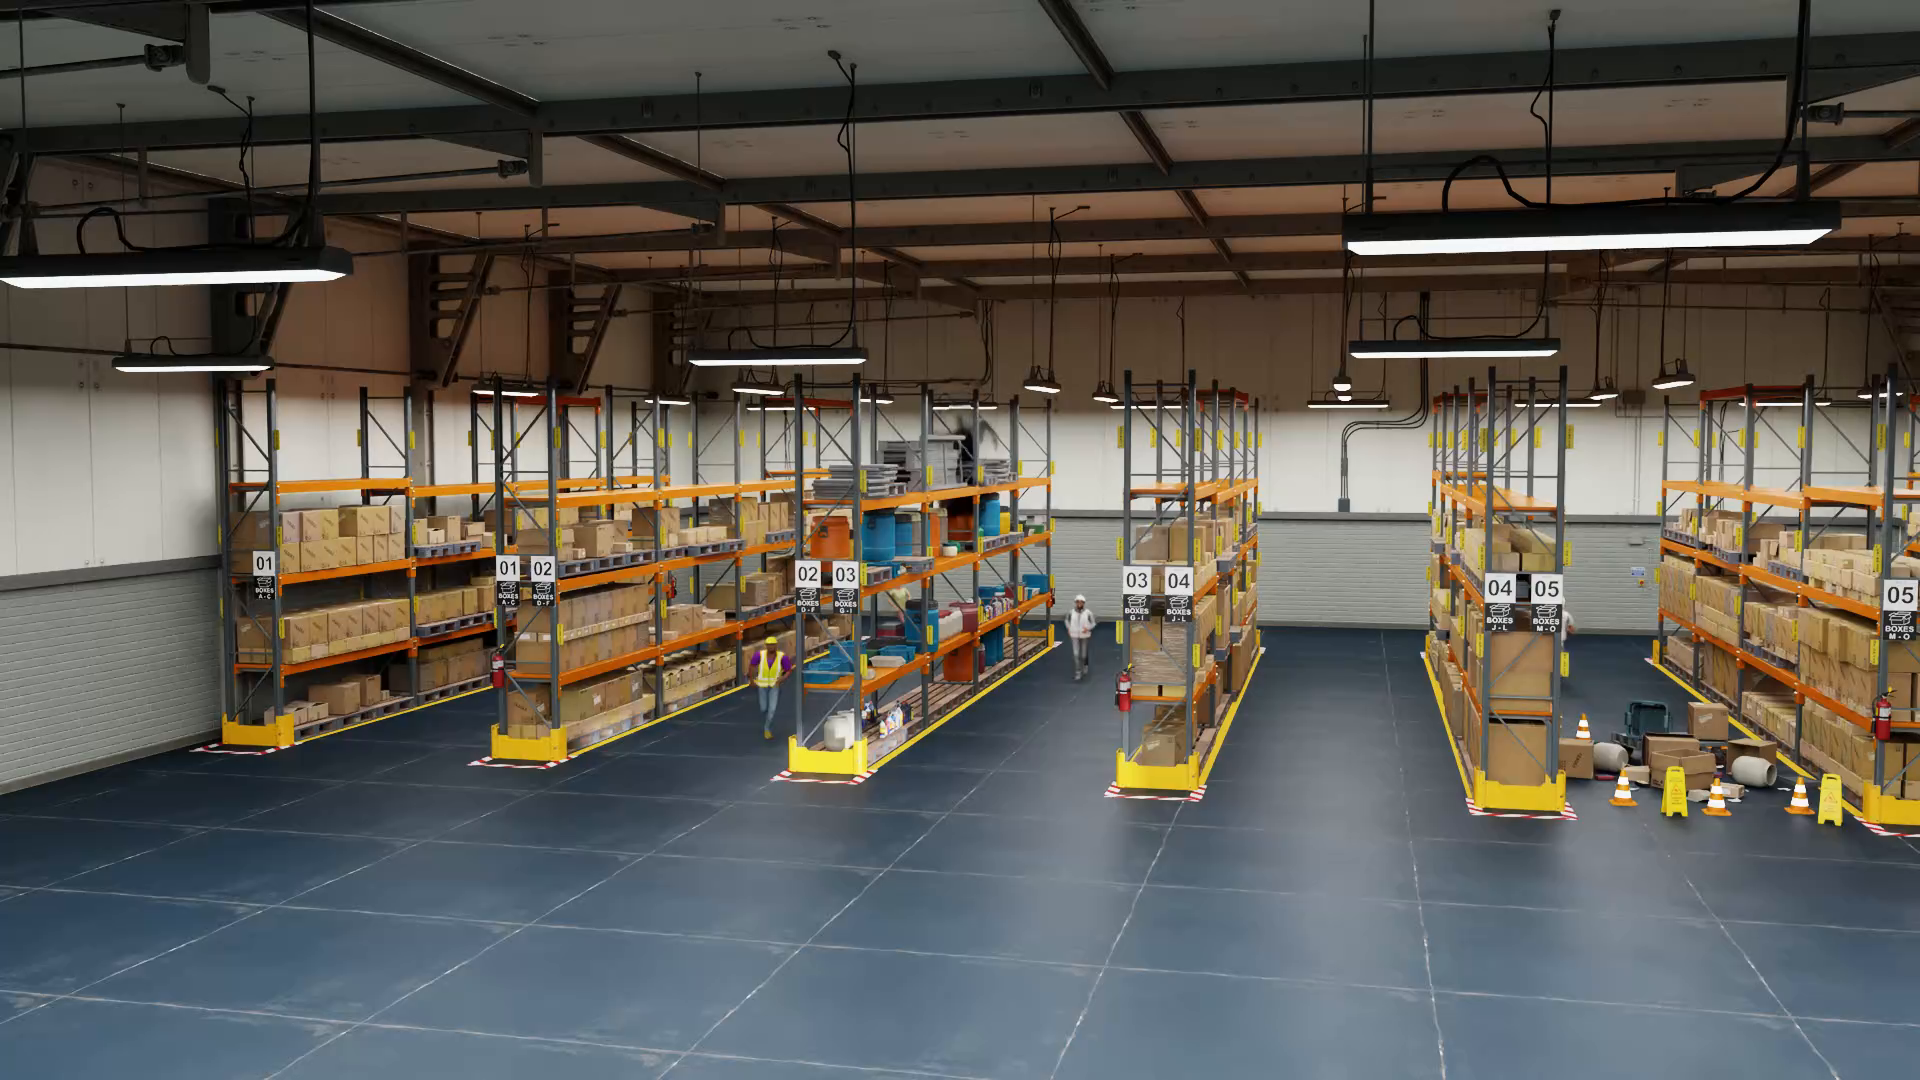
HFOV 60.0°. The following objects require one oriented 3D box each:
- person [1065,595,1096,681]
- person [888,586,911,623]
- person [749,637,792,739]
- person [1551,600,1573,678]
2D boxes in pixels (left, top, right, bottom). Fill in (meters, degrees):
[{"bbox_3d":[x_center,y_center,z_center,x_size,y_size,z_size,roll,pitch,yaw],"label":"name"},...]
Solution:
[{"bbox_3d":[2.514,2.034,34.878,0.668,1.766,0.751,1,3,10],"label":"person"},{"bbox_3d":[-1.437,1.742,41.071,0.621,1.589,0.539,-1,4,-19],"label":"person"},{"bbox_3d":[-3.213,2.476,28.149,0.740,1.717,0.699,0,3,1],"label":"person"},{"bbox_3d":[12.376,2.059,34.555,0.654,1.744,0.532,1,3,8],"label":"person"}]
